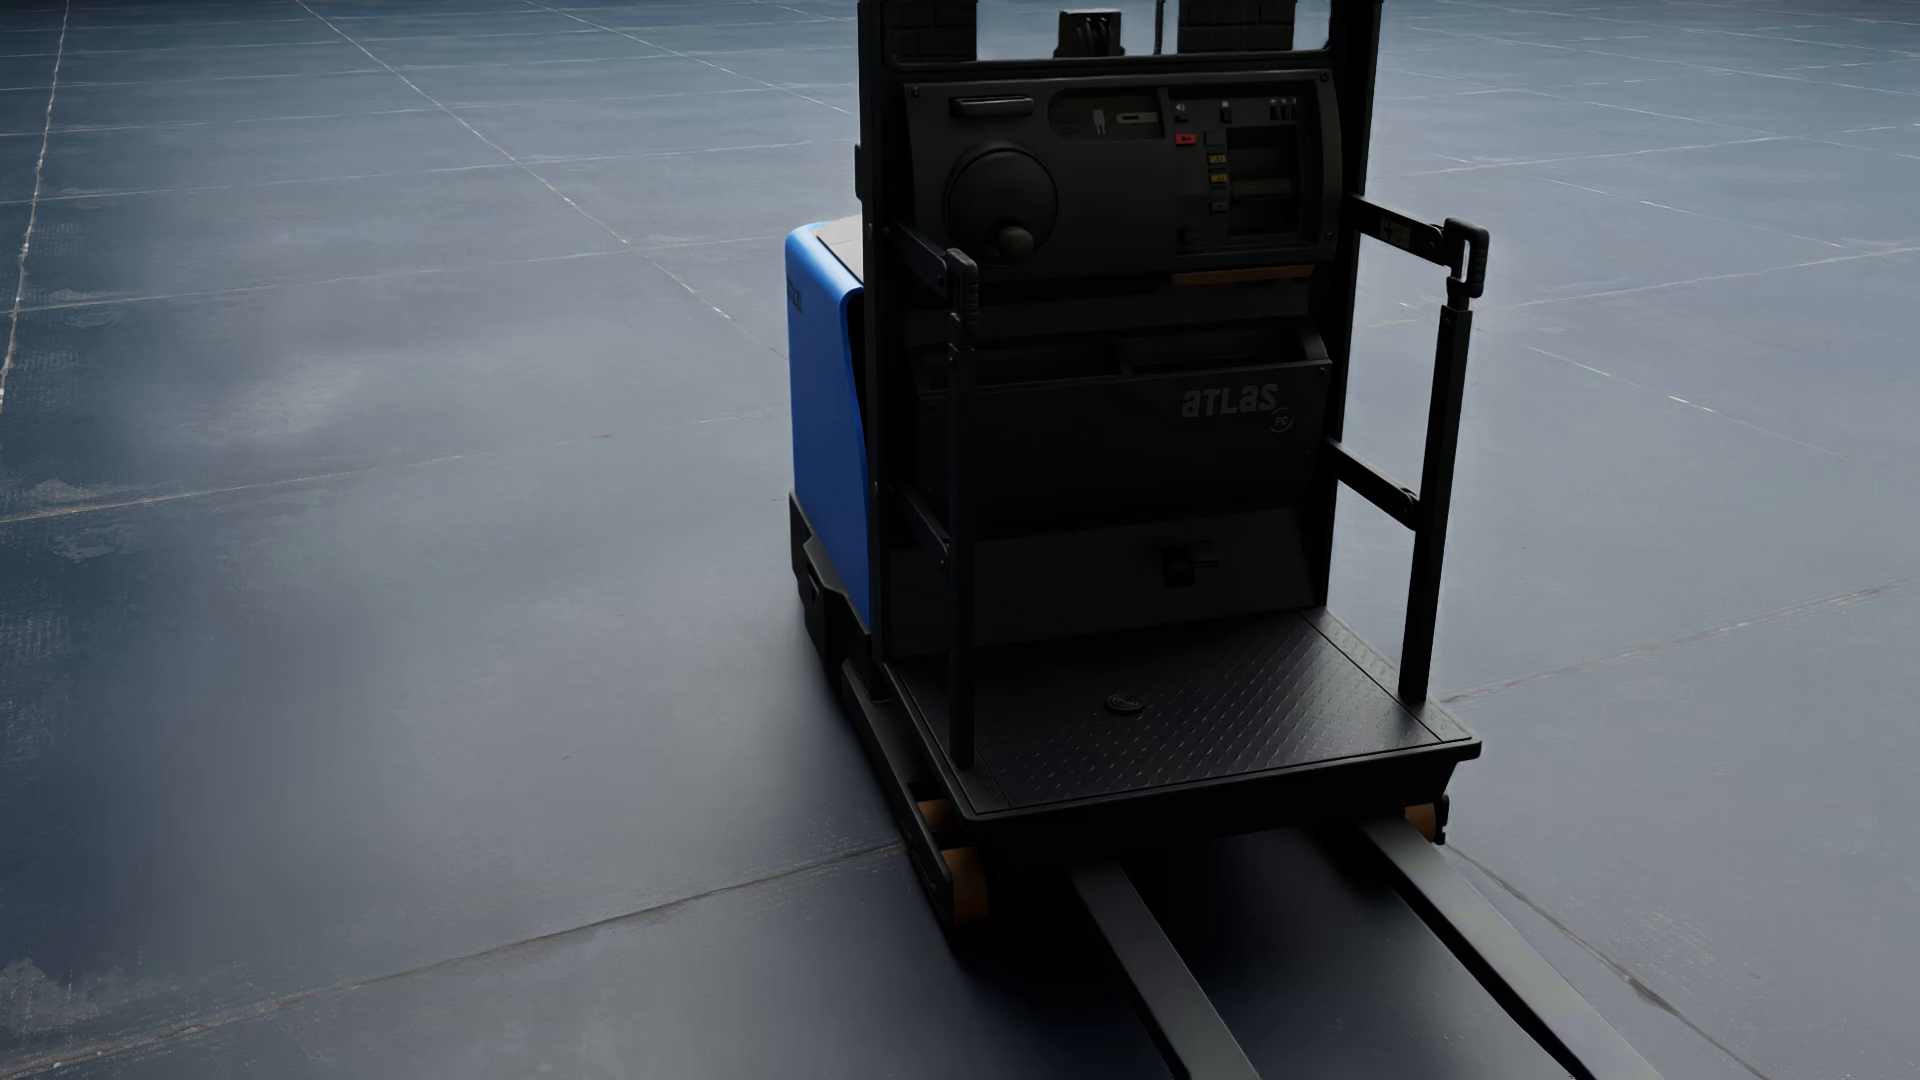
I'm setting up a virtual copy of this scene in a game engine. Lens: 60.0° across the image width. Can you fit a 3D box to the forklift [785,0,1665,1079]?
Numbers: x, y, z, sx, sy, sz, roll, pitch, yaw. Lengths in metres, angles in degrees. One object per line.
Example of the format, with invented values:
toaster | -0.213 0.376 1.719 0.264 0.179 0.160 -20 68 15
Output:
forklift | 0.405 -0.737 3.198 1.130 2.935 3.031 -6 23 -15
